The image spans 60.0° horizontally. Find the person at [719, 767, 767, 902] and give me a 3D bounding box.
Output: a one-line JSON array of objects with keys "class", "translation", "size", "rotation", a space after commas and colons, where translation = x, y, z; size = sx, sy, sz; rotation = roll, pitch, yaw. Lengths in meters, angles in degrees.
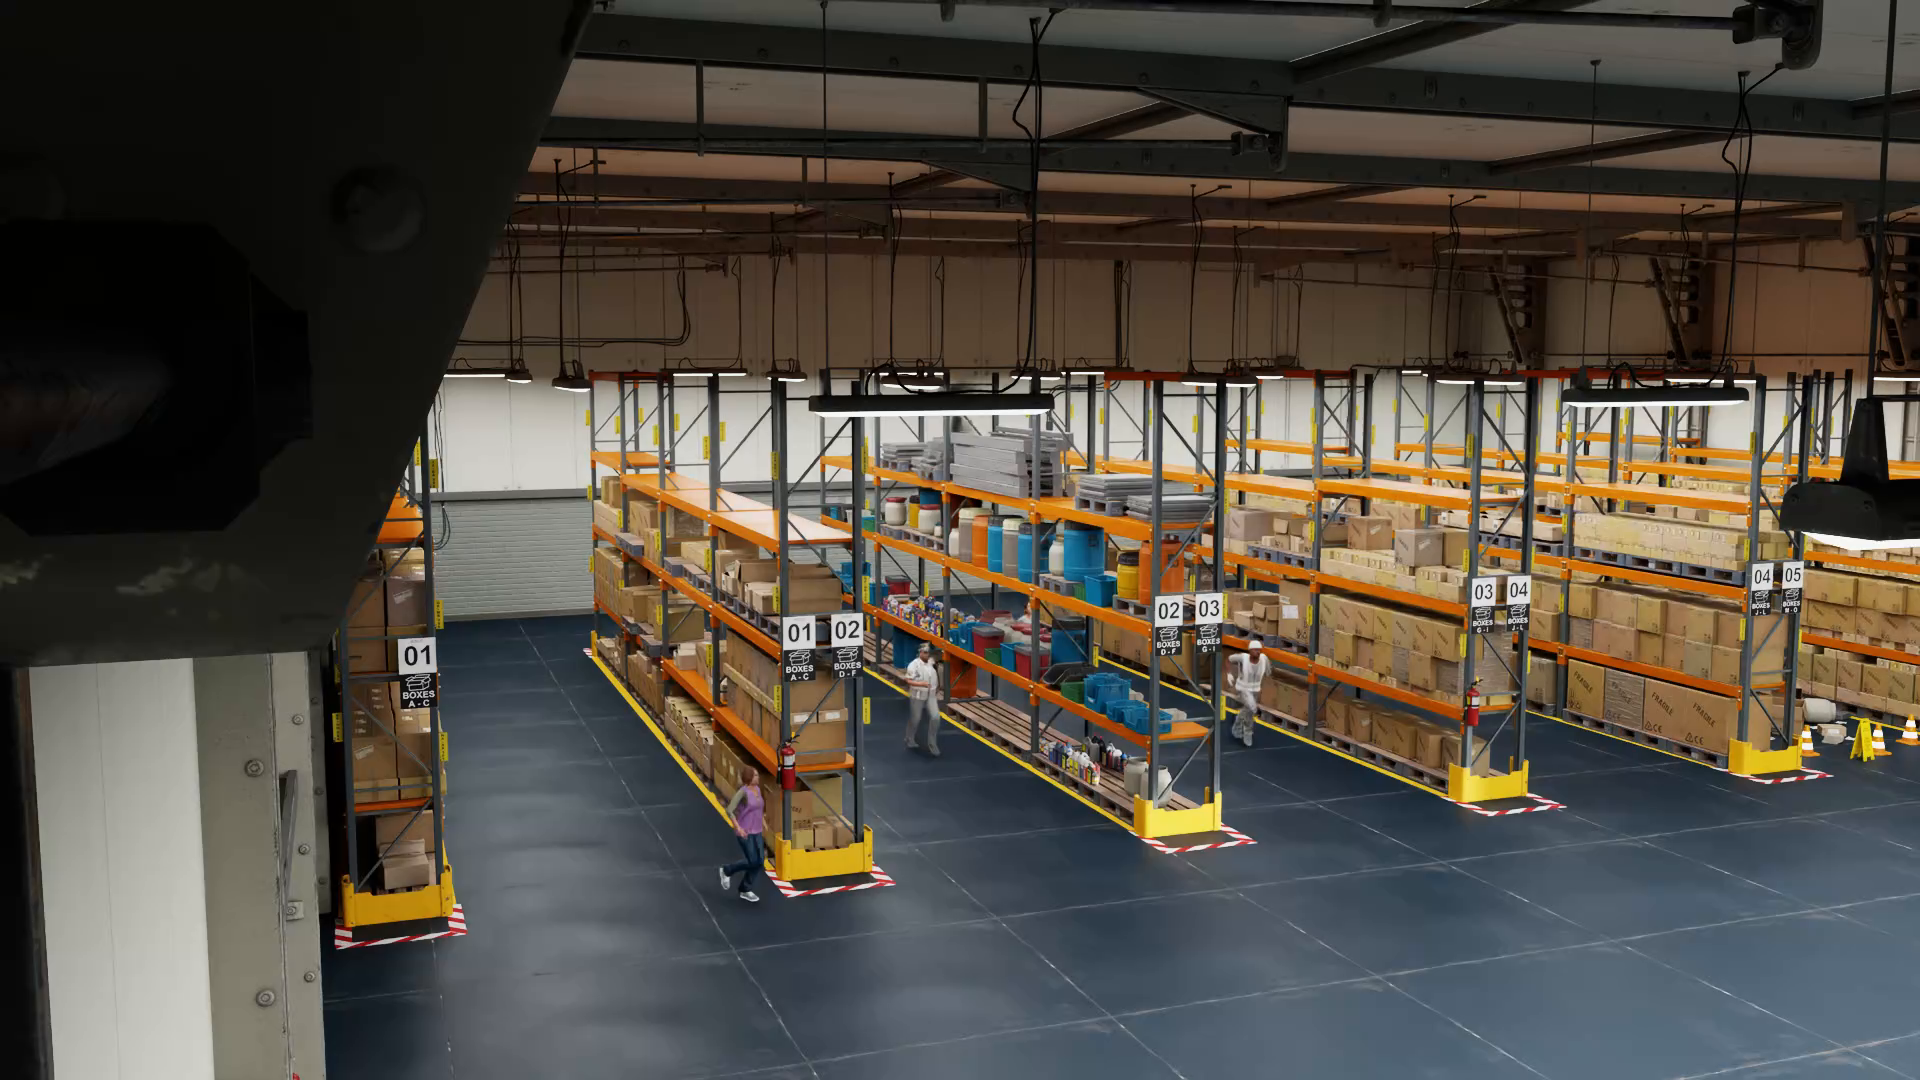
[{"class": "person", "translation": [-2.510, 3.415, 19.435], "size": [0.513, 1.549, 0.580], "rotation": [3, 7, 24]}]

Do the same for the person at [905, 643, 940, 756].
[{"class": "person", "translation": [-0.599, 2.518, 26.440], "size": [0.599, 1.835, 0.852], "rotation": [-3, 7, -27]}]

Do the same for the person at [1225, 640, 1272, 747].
[{"class": "person", "translation": [4.672, 2.457, 26.966], "size": [0.668, 1.746, 0.941], "rotation": [-3, 7, -24]}]

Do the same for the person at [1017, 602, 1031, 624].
[{"class": "person", "translation": [1.302, 1.983, 31.829], "size": [0.565, 1.633, 0.599], "rotation": [-3, 7, -28]}]
